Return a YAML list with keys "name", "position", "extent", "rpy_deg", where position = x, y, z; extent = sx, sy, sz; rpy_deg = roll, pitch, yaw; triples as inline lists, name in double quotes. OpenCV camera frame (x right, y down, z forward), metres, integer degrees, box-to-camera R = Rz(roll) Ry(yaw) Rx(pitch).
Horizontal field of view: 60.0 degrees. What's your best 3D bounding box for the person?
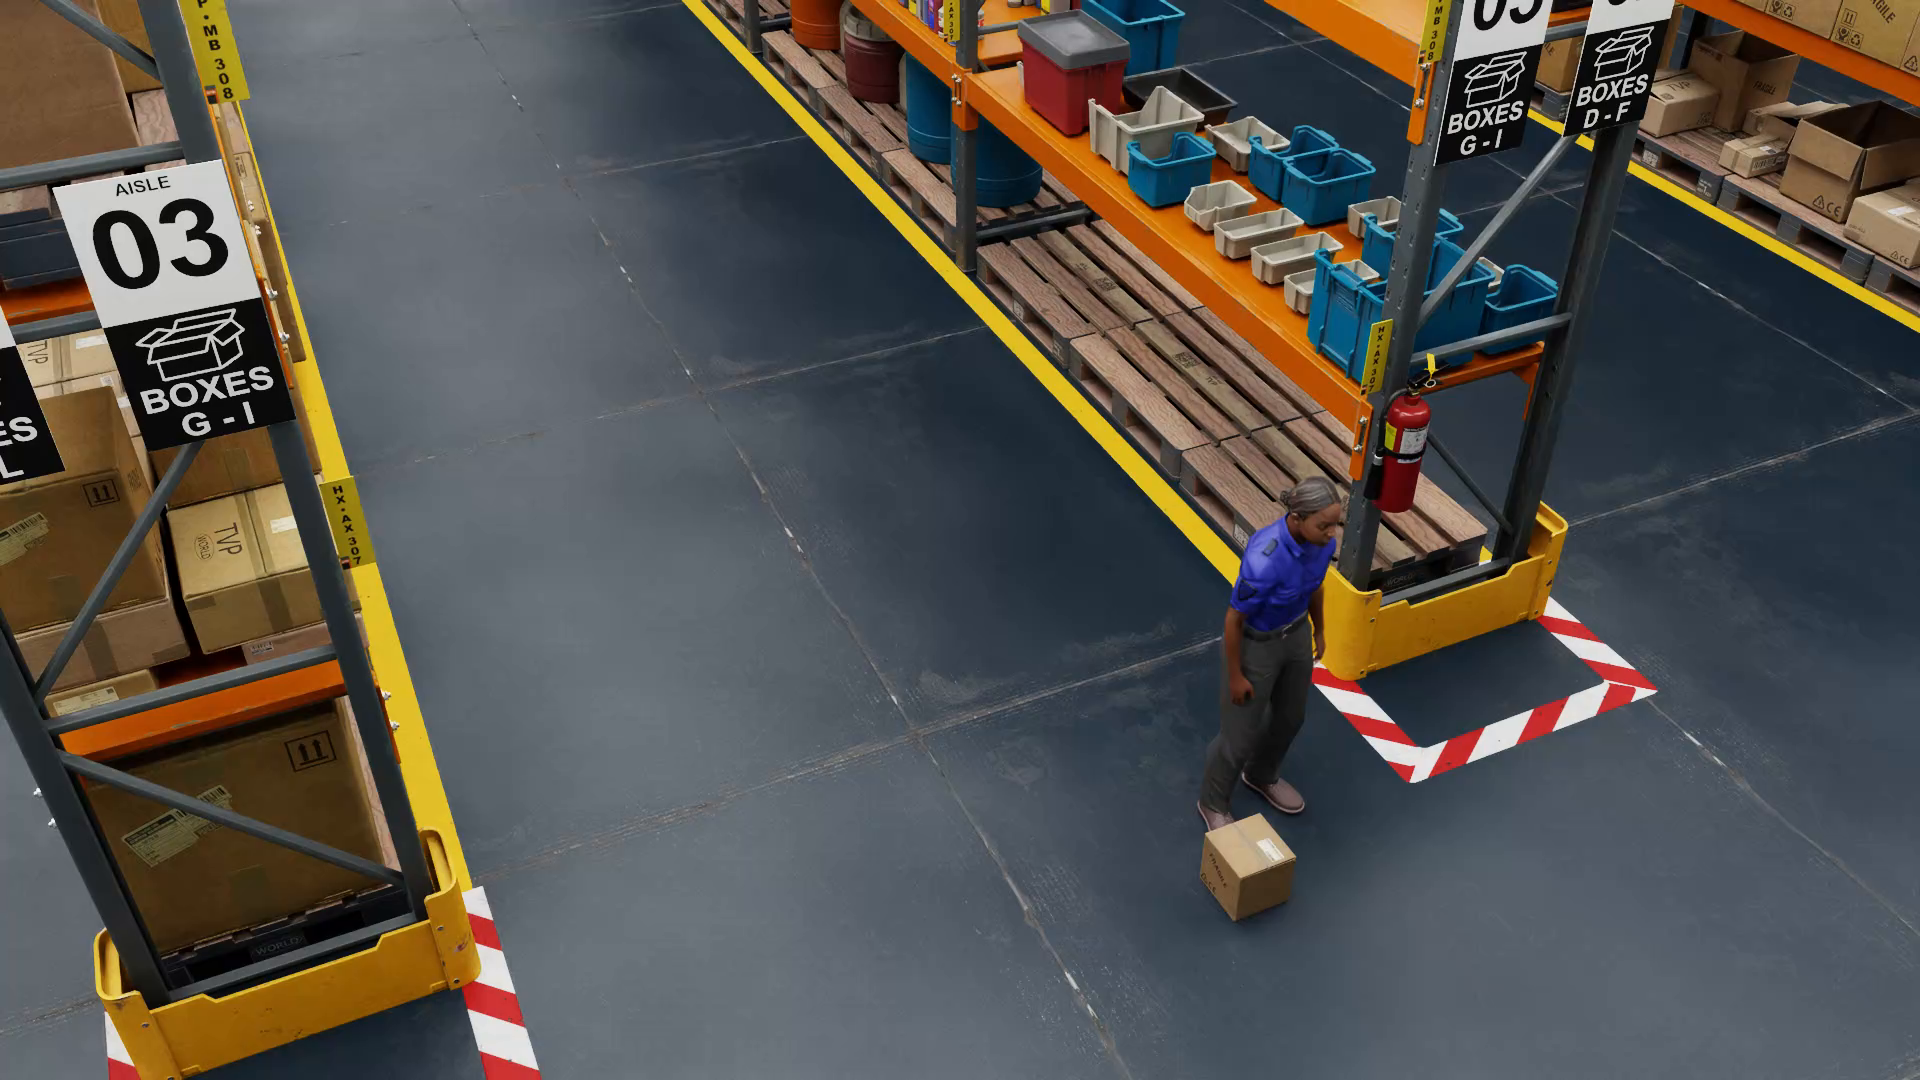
- name: "person"
  position: [1.184, 0.428, 6.300]
  extent: [0.524, 1.655, 0.351]
  rpy_deg: [-24, 44, -28]
